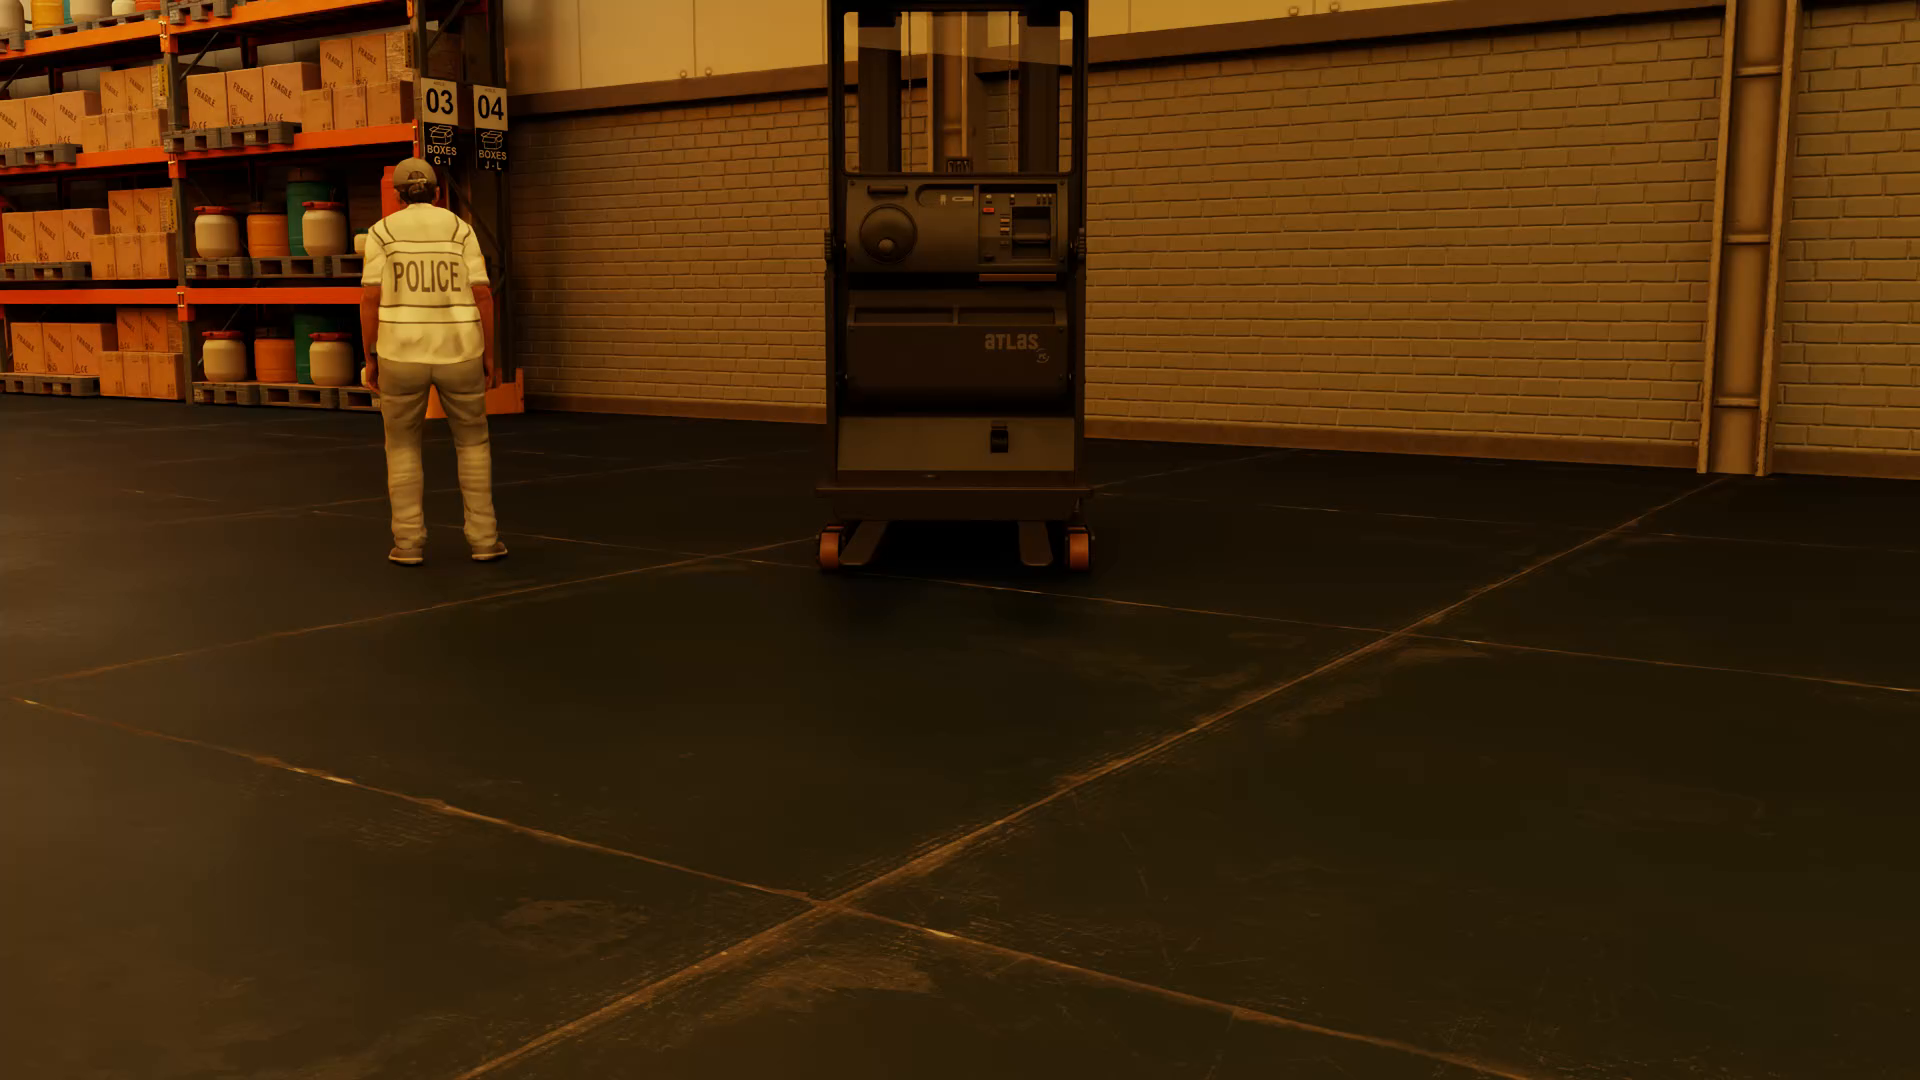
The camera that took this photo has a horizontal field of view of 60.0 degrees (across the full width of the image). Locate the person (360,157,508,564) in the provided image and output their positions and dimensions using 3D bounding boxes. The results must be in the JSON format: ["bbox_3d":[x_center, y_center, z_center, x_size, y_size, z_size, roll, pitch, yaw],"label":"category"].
[{"bbox_3d":[-2.179,-0.736,6.876,0.550,1.664,0.470,-3,9,-20],"label":"person"}]

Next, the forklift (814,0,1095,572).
[{"bbox_3d":[-0.015,-1.362,6.774,1.130,2.935,3.031,0,8,1],"label":"forklift"}]
